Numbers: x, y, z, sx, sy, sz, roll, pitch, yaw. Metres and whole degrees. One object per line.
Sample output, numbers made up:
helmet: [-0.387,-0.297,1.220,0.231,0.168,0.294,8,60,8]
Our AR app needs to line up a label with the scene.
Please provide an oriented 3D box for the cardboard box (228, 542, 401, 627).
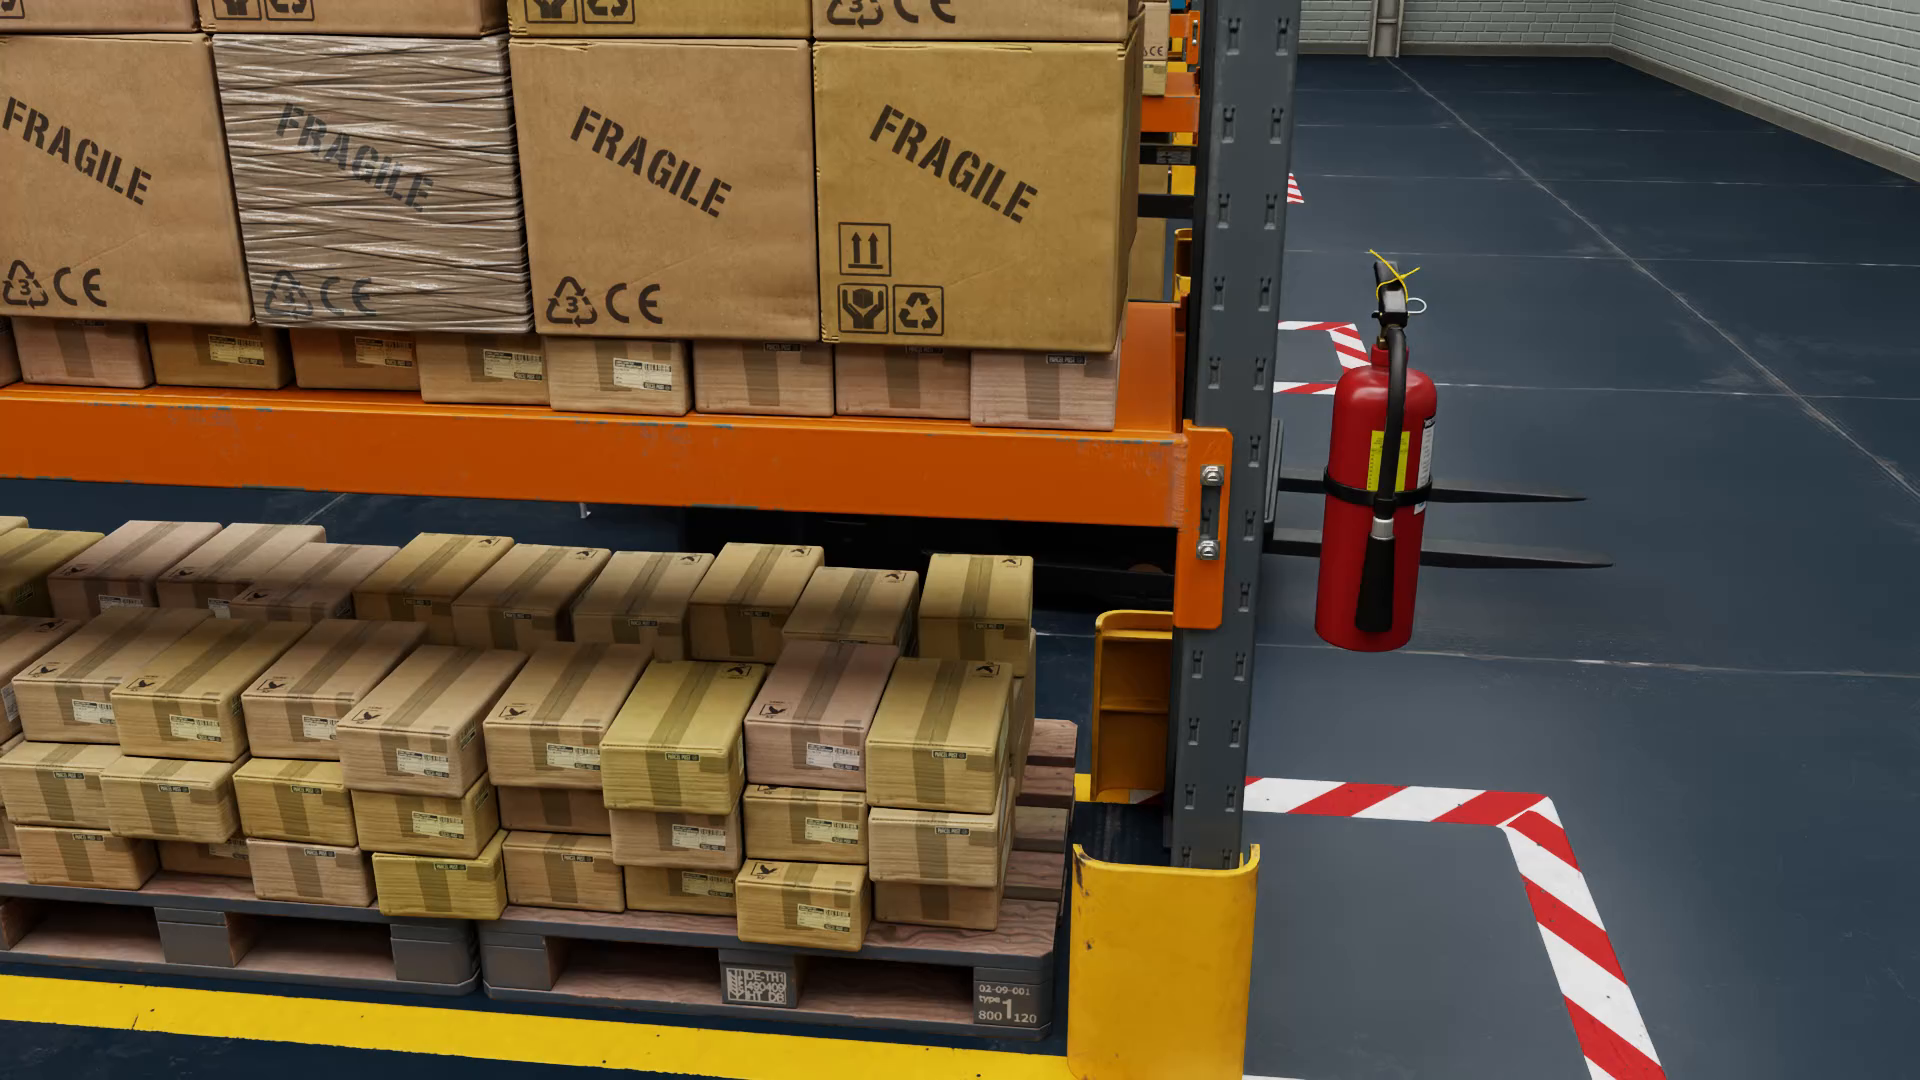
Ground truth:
cardboard box: [-1.529,0.147,3.985,0.250,0.149,0.380,3,22,6]

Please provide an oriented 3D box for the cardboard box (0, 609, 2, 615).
cardboard box: [-2.348,0.266,3.683,0.250,0.149,0.380,2,22,5]

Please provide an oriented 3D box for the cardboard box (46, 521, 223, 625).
cardboard box: [-2.032,0.089,4.132,0.250,0.149,0.380,1,22,4]

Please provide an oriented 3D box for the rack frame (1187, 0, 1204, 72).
rack frame: [1.788,-4.149,12.355,0.127,3.000,1.000,2,22,6]

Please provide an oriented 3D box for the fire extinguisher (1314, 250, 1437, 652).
fire extinguisher: [0.717,-0.146,2.841,0.183,0.674,0.296,2,22,6]

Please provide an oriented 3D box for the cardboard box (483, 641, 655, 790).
cardboard box: [-0.799,0.358,3.451,0.250,0.149,0.380,2,22,4]

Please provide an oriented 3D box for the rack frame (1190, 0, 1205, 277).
rack frame: [1.205,-2.341,7.781,0.127,3.000,1.000,2,22,6]

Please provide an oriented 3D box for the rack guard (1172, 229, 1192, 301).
rack guard: [1.229,-1.177,8.238,0.348,0.500,1.175,2,22,6]

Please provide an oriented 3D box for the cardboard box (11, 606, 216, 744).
cardboard box: [-1.825,0.289,3.626,0.250,0.149,0.380,2,22,4]

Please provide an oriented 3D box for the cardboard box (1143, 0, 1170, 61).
cardboard box: [0.693,-2.334,7.562,0.500,0.250,0.500,2,22,5]

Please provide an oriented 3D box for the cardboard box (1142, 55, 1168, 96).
cardboard box: [0.813,-2.119,7.562,0.250,0.149,0.380,3,22,7]

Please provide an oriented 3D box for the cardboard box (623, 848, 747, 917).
cardboard box: [-0.545,0.632,3.567,0.250,0.149,0.380,2,22,6]

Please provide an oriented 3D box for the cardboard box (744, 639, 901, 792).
cardboard box: [-0.277,0.357,3.454,0.250,0.149,0.380,3,22,7]

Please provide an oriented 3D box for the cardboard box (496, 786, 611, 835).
cardboard box: [-0.807,0.468,3.578,0.250,0.149,0.380,2,22,6]

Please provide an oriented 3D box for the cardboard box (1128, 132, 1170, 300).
cardboard box: [0.560,-1.547,8.091,0.875,0.875,0.875,2,22,6]

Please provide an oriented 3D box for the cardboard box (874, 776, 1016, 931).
cardboard box: [-0.026,0.650,3.523,0.250,0.149,0.380,3,22,7]

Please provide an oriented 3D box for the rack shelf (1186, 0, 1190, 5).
rack shelf: [0.389,-5.710,17.280,4.000,0.370,1.077,2,22,6]

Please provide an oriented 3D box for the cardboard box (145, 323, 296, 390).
cardboard box: [-1.370,-0.422,3.269,0.250,0.149,0.380,3,22,7]

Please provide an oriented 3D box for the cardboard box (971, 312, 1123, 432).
cardboard box: [0.164,-0.328,3.032,0.250,0.149,0.380,3,22,6]

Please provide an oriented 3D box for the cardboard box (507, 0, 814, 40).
cardboard box: [-0.466,-1.135,2.830,0.500,0.500,0.500,2,22,4]

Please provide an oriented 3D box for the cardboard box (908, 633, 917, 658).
cardboard box: [-0.234,0.309,3.980,0.250,0.149,0.380,2,22,6]

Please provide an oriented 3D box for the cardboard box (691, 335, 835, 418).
cardboard box: [-0.329,-0.358,3.108,0.250,0.149,0.380,2,22,6]

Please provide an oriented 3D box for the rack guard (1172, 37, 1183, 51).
rack guard: [2.978,-6.603,21.961,0.348,0.500,1.175,2,22,6]

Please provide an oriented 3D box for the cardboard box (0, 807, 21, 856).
cardboard box: [-2.081,0.551,3.773,0.250,0.149,0.380,2,22,4]

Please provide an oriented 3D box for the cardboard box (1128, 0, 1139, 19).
cardboard box: [0.107,-1.300,3.249,0.500,0.500,0.500,2,22,6]

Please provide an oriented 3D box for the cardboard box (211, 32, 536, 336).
cardboard box: [-0.971,-0.687,3.058,0.500,0.500,0.500,3,22,6]

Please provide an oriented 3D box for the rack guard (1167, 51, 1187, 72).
rack guard: [2.300,-4.798,17.397,0.348,0.500,1.175,2,22,6]

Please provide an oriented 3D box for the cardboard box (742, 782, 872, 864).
cardboard box: [-0.290,0.508,3.476,0.250,0.149,0.380,2,22,5]

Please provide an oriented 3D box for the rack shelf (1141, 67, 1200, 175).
rack shelf: [-0.781,-2.093,8.132,4.000,0.370,1.077,2,22,6]

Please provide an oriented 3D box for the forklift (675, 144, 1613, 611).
forklift: [0.608,-1.315,5.280,3.031,2.935,1.130,4,22,11]

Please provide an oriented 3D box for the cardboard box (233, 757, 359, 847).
cardboard box: [-1.321,0.482,3.543,0.250,0.149,0.380,4,22,9]

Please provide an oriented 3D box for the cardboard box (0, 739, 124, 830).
cardboard box: [-1.839,0.460,3.598,0.250,0.149,0.380,2,22,6]

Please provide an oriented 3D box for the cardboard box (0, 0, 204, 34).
cardboard box: [-1.509,-1.176,2.934,0.500,0.500,0.500,2,22,4]

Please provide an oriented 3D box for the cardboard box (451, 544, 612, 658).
cardboard box: [-1.012,0.151,3.975,0.250,0.149,0.380,3,22,8]

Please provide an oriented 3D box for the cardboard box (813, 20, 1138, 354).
cardboard box: [0.045,-0.645,2.950,0.500,0.500,0.500,3,22,7]

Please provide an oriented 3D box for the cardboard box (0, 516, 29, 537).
cardboard box: [-2.560,0.072,4.176,0.250,0.149,0.380,2,22,6]

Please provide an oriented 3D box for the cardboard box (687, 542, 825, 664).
cardboard box: [-0.482,0.147,3.985,0.250,0.149,0.380,2,22,6]

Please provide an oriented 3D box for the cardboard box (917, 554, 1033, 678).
cardboard box: [0.041,0.173,3.920,0.250,0.149,0.380,2,22,4]

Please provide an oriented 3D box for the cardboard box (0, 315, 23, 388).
cardboard box: [-1.895,-0.420,3.263,0.250,0.149,0.380,3,22,9]

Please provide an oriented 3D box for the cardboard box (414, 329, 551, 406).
cardboard box: [-0.843,-0.383,3.170,0.250,0.149,0.380,2,22,4]

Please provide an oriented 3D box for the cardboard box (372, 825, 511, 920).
cardboard box: [-1.053,0.638,3.552,0.250,0.149,0.380,2,22,4]

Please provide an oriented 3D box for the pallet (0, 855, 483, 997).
pallet: [-1.565,0.657,3.990,1.213,0.211,1.003,2,22,6]

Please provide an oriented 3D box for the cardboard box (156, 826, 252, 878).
cardboard box: [-1.564,0.581,3.697,0.250,0.149,0.380,3,22,8]

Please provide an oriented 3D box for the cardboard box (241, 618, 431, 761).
cardboard box: [-1.321,0.315,3.561,0.250,0.149,0.380,2,22,4]

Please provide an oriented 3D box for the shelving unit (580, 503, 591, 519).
shelving unit: [-1.127,-0.662,5.981,0.503,1.200,0.258,4,22,11]

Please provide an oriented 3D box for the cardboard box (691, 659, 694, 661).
cardboard box: [-0.729,0.280,4.054,0.250,0.149,0.380,3,22,8]
